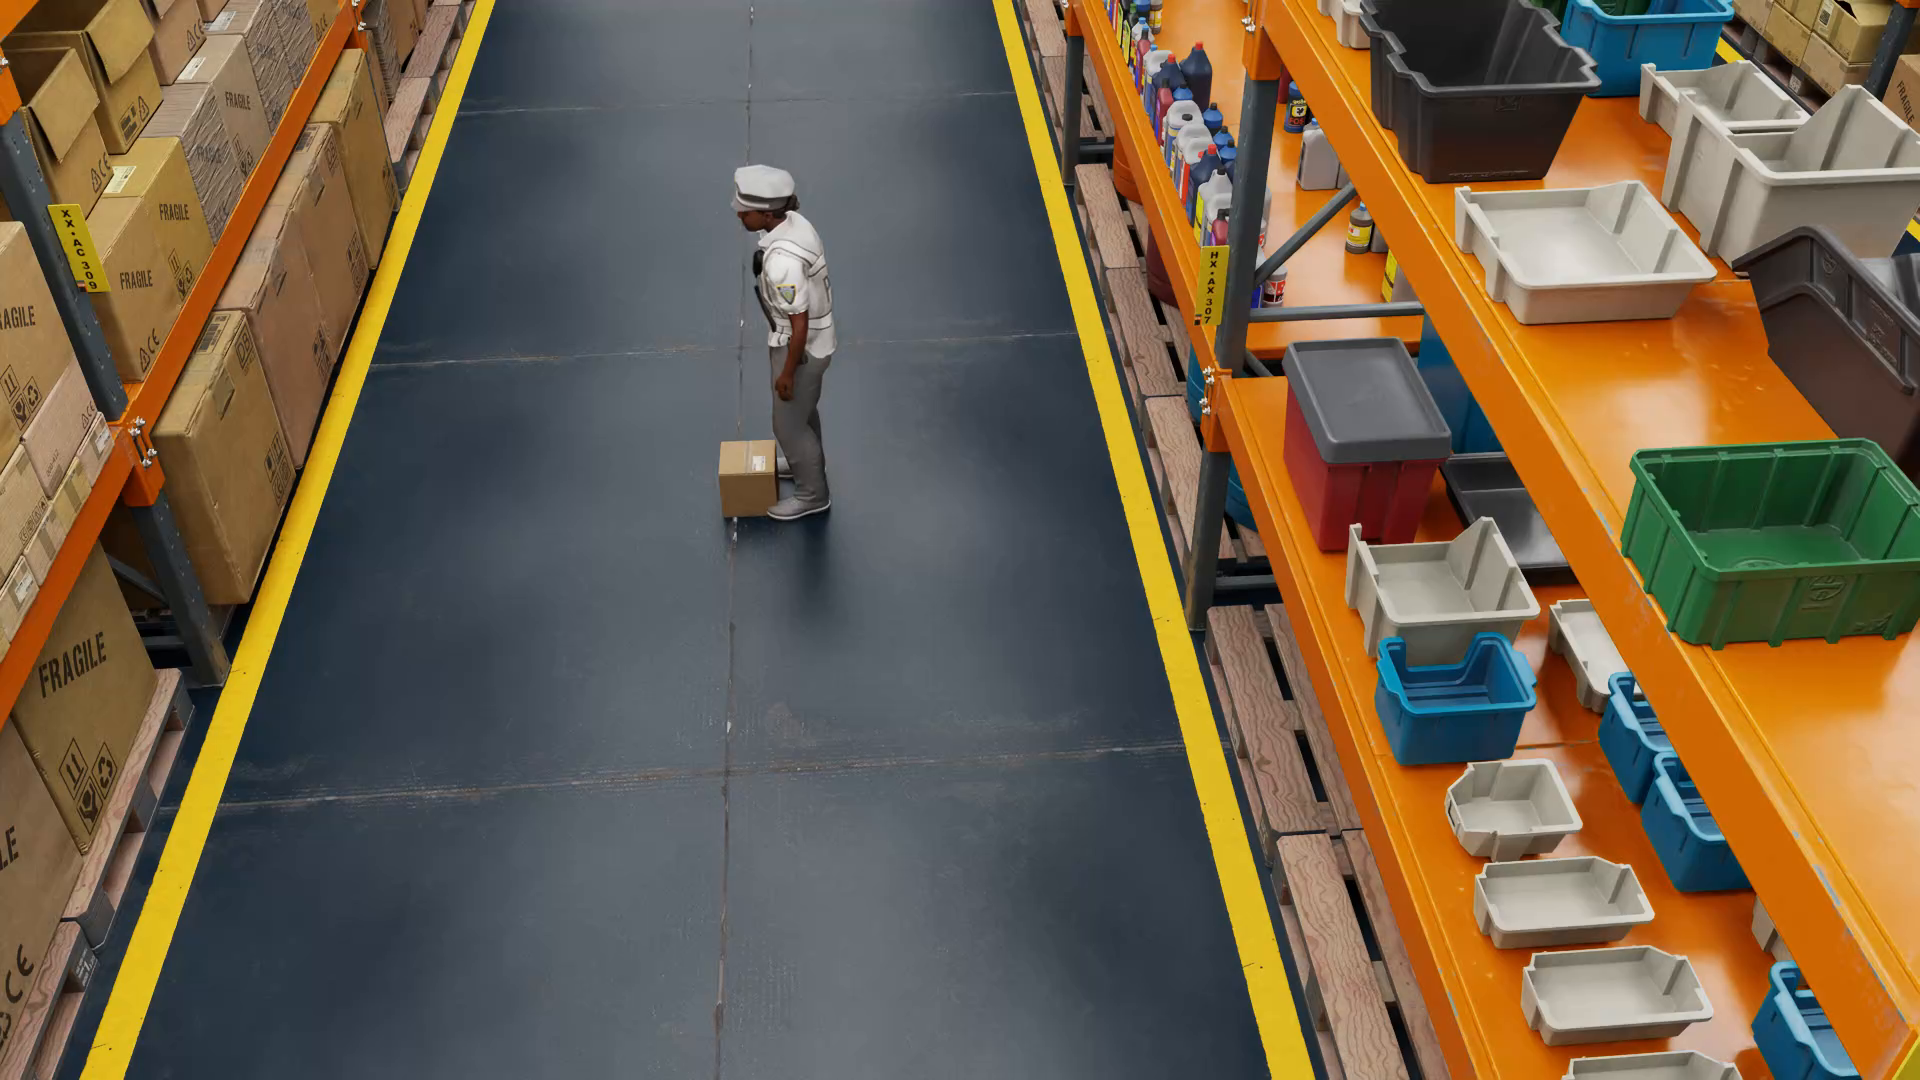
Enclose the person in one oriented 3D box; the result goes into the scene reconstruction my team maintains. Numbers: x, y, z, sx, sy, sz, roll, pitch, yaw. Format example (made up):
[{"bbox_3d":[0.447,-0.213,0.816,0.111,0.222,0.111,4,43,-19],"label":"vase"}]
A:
[{"bbox_3d":[-0.733,-0.844,7.182,0.393,1.663,0.528,-5,40,-6],"label":"person"}]
